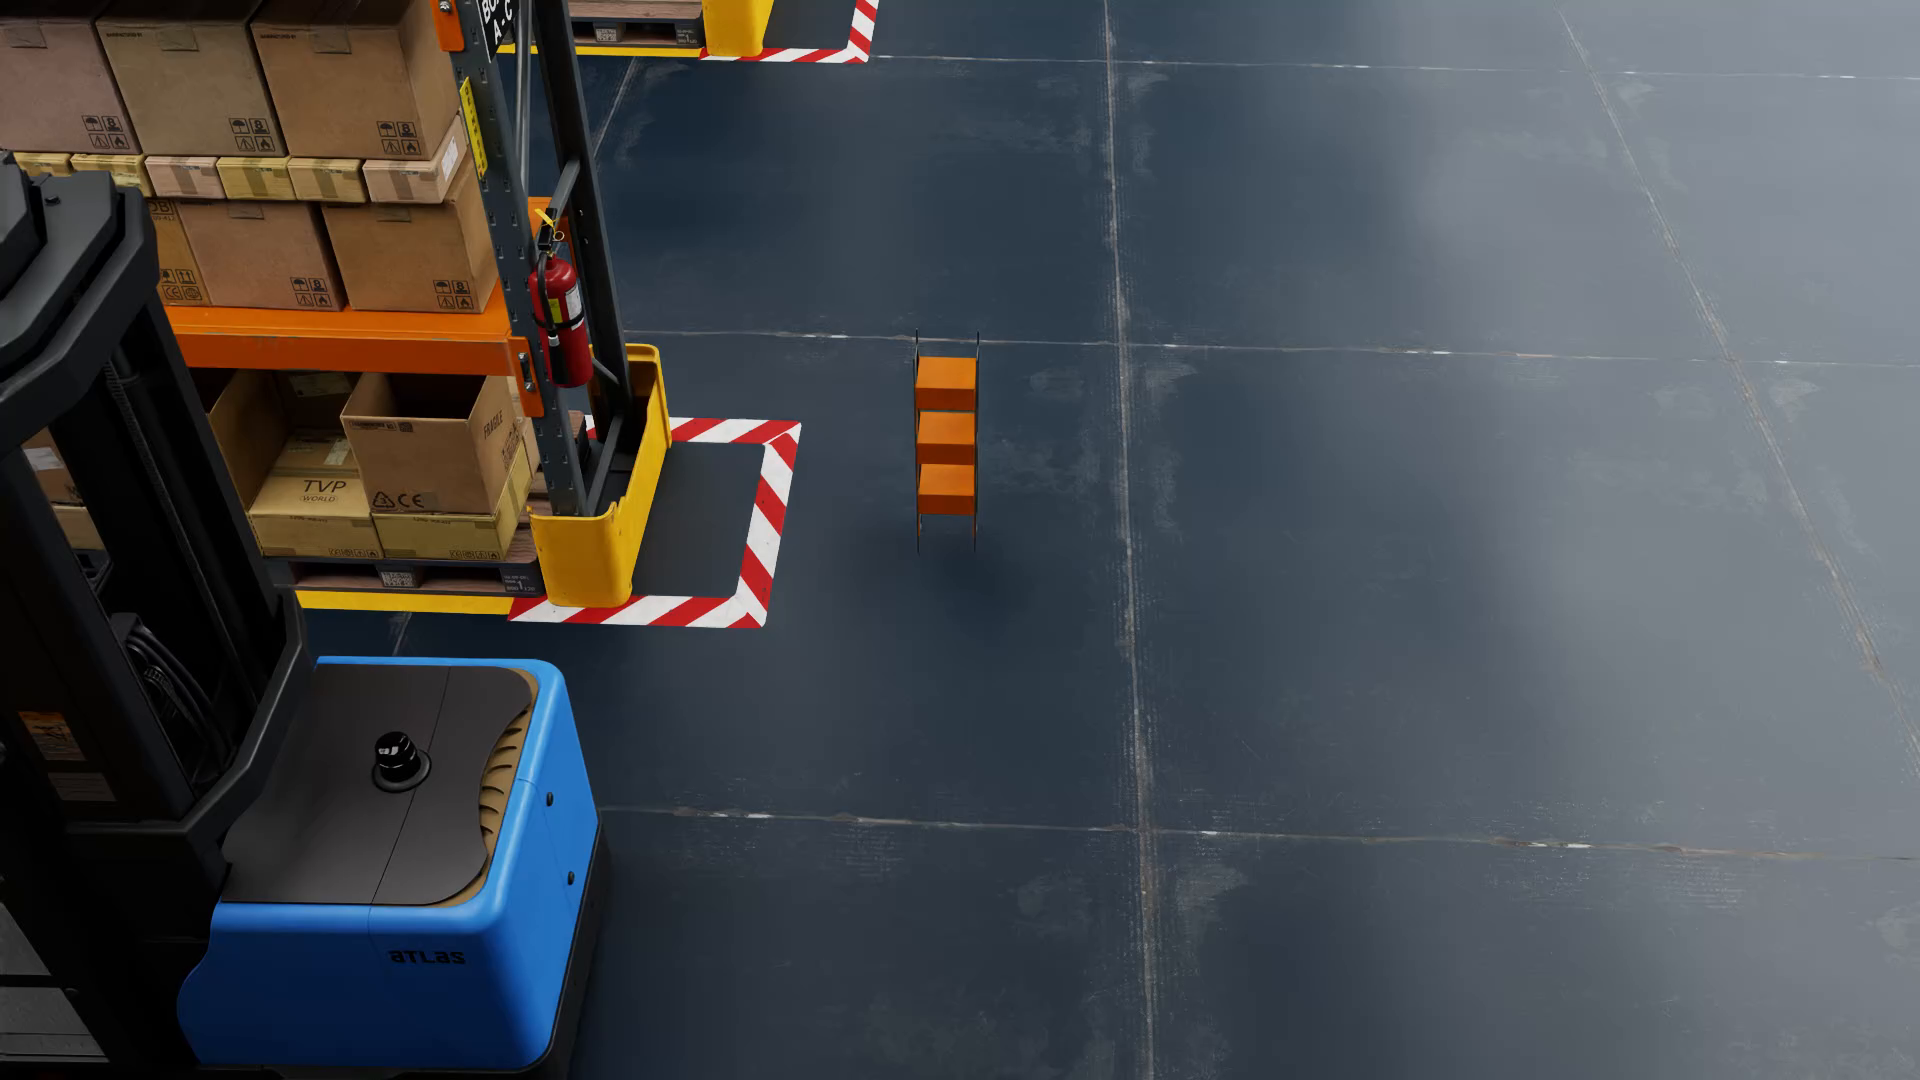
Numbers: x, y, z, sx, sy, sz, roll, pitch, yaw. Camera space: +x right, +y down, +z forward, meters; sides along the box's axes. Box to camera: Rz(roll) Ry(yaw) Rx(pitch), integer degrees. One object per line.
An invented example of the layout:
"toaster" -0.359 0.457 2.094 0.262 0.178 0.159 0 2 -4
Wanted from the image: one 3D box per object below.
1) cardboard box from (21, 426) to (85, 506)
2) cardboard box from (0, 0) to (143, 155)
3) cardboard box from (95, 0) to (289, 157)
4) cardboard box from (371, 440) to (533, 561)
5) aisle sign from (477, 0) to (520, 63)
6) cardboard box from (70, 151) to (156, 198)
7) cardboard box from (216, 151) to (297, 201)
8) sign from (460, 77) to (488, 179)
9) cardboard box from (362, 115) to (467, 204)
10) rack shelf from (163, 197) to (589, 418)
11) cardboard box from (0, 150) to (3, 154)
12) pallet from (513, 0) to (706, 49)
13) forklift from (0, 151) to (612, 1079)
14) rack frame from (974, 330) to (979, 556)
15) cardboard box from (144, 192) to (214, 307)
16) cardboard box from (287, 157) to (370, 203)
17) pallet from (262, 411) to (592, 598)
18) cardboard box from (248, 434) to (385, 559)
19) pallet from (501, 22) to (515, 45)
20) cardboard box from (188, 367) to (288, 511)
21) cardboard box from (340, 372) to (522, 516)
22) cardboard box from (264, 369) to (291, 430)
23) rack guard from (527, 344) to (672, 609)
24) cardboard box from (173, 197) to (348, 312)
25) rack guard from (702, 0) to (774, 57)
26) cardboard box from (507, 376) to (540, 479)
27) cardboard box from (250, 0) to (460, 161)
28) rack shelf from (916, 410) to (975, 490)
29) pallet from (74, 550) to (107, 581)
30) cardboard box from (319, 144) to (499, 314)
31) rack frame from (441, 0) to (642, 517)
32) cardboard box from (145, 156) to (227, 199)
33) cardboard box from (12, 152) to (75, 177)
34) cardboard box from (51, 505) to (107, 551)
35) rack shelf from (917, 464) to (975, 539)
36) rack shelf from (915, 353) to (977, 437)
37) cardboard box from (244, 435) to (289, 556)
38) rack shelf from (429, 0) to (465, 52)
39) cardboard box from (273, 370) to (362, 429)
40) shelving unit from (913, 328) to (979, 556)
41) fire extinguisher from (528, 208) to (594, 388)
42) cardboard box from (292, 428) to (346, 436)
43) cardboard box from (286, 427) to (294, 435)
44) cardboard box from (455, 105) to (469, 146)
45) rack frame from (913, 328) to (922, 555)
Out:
"cardboard box" -3.611 -0.487 6.732 0.500 0.500 0.500 2 43 2
"cardboard box" -3.110 -1.778 5.933 0.500 0.500 0.700 2 43 2
"cardboard box" -2.607 -1.763 5.917 0.500 0.500 0.700 1 43 1
"cardboard box" -2.111 -0.178 6.949 0.500 0.250 0.500 2 43 2
"aisle sign" -1.510 -1.964 5.250 0.004 0.787 0.394 2 43 2
"cardboard box" -2.983 -1.402 6.006 0.250 0.149 0.380 3 43 3
"cardboard box" -2.470 -1.385 5.987 0.250 0.149 0.380 1 43 1
"sign" -1.601 -1.356 5.482 0.005 0.325 0.100 2 43 2
"cardboard box" -1.953 -1.371 5.971 0.250 0.149 0.380 1 43 1
"rack shelf" -3.560 -1.013 6.664 4.000 0.370 1.077 2 43 2
"cardboard box" -3.502 -1.417 6.021 0.250 0.149 0.380 1 43 1
"pallet" -2.225 -3.566 10.923 1.213 0.211 1.003 2 43 2
"forklift" -2.761 0.399 4.671 3.031 2.935 1.130 1 43 1
"rack frame" 0.068 -0.382 6.890 0.008 1.050 0.200 2 43 2
"cardboard box" -3.049 -1.306 6.378 0.500 0.500 0.700 2 43 2
"cardboard box" -2.214 -1.378 5.979 0.250 0.149 0.380 3 43 3
"pallet" -2.328 -0.189 7.298 1.213 0.211 1.003 2 43 2
"cardboard box" -2.611 -0.185 6.957 0.500 0.250 0.500 2 43 2
"pallet" -3.440 -3.605 10.965 1.213 0.211 1.003 2 43 2
"cardboard box" -3.111 -0.471 6.714 0.500 0.500 0.500 2 43 2
"cardboard box" -2.112 -0.450 6.692 0.500 0.500 0.500 2 43 2
"cardboard box" -3.088 -0.825 7.094 0.500 0.500 0.500 2 43 2
"rack guard" -1.538 -0.299 7.205 0.348 0.500 1.175 2 43 2
"cardboard box" -2.553 -1.287 6.358 0.500 0.500 0.700 3 43 3
"rack guard" -1.414 -3.643 10.794 0.348 0.500 1.175 2 43 2
"cardboard box" -2.088 -0.530 7.328 0.500 0.250 0.500 2 43 2
"cardboard box" -2.081 -1.751 5.903 0.500 0.500 0.700 2 43 2
"rack shelf" -0.053 -0.378 6.901 0.240 0.259 0.215 2 43 2
"pallet" -3.544 -0.229 7.341 1.213 0.211 1.003 2 43 2
"cardboard box" -2.028 -1.274 6.344 0.500 0.500 0.700 2 43 2
"rack frame" -1.562 -1.215 6.353 0.127 3.000 1.000 2 43 2
"cardboard box" -2.721 -1.395 5.997 0.250 0.149 0.380 2 43 2
"cardboard box" -3.246 -1.409 6.013 0.250 0.149 0.380 3 43 3
"cardboard box" -3.610 -0.215 6.990 0.500 0.250 0.500 2 43 2
"rack shelf" -0.053 -0.175 7.091 0.240 0.259 0.215 2 43 2
"rack shelf" -0.053 -0.586 6.708 0.240 0.259 0.215 2 43 2
"cardboard box" -3.111 -0.199 6.972 0.500 0.250 0.500 2 43 2
"rack shelf" -3.560 -2.110 5.642 4.000 0.370 1.077 2 43 2
"cardboard box" -2.588 -0.819 7.087 0.500 0.500 0.500 2 43 2
"shelving unit" -0.053 -0.386 6.894 0.252 1.050 0.215 2 43 2
"fire extinguisher" -1.465 -0.866 6.036 0.183 0.674 0.296 2 43 2
"cardboard box" -2.588 -0.543 7.341 0.500 0.250 0.500 2 43 2
"cardboard box" -3.087 -0.559 7.358 0.500 0.250 0.500 2 43 2
"cardboard box" -1.945 -1.647 6.268 0.250 0.149 0.380 1 43 2
"rack frame" -0.175 -0.390 6.898 0.008 1.050 0.200 2 43 2
